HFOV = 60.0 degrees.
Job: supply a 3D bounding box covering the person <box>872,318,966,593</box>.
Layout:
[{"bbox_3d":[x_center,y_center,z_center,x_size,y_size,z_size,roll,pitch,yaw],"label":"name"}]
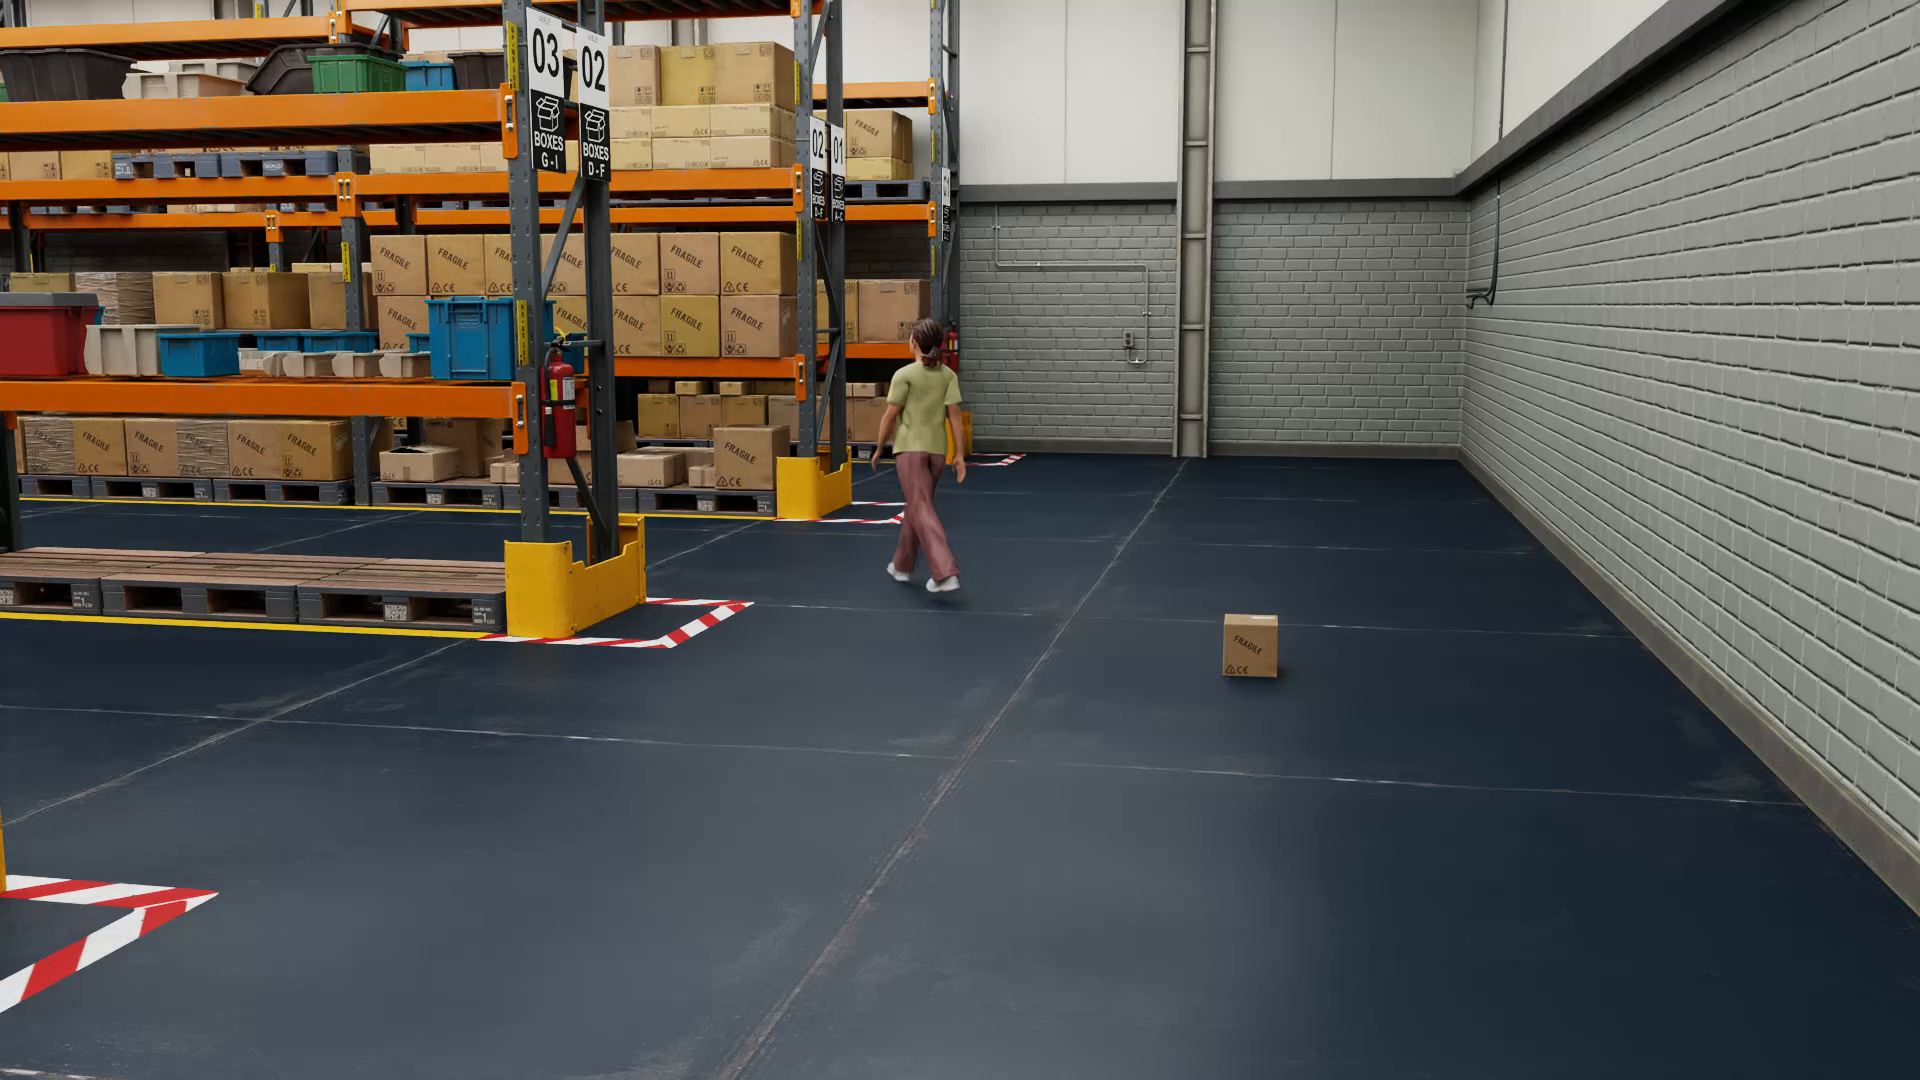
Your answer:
[{"bbox_3d":[-0.271,-0.510,9.939,0.466,1.614,1.020,-5,9,-32],"label":"person"}]
